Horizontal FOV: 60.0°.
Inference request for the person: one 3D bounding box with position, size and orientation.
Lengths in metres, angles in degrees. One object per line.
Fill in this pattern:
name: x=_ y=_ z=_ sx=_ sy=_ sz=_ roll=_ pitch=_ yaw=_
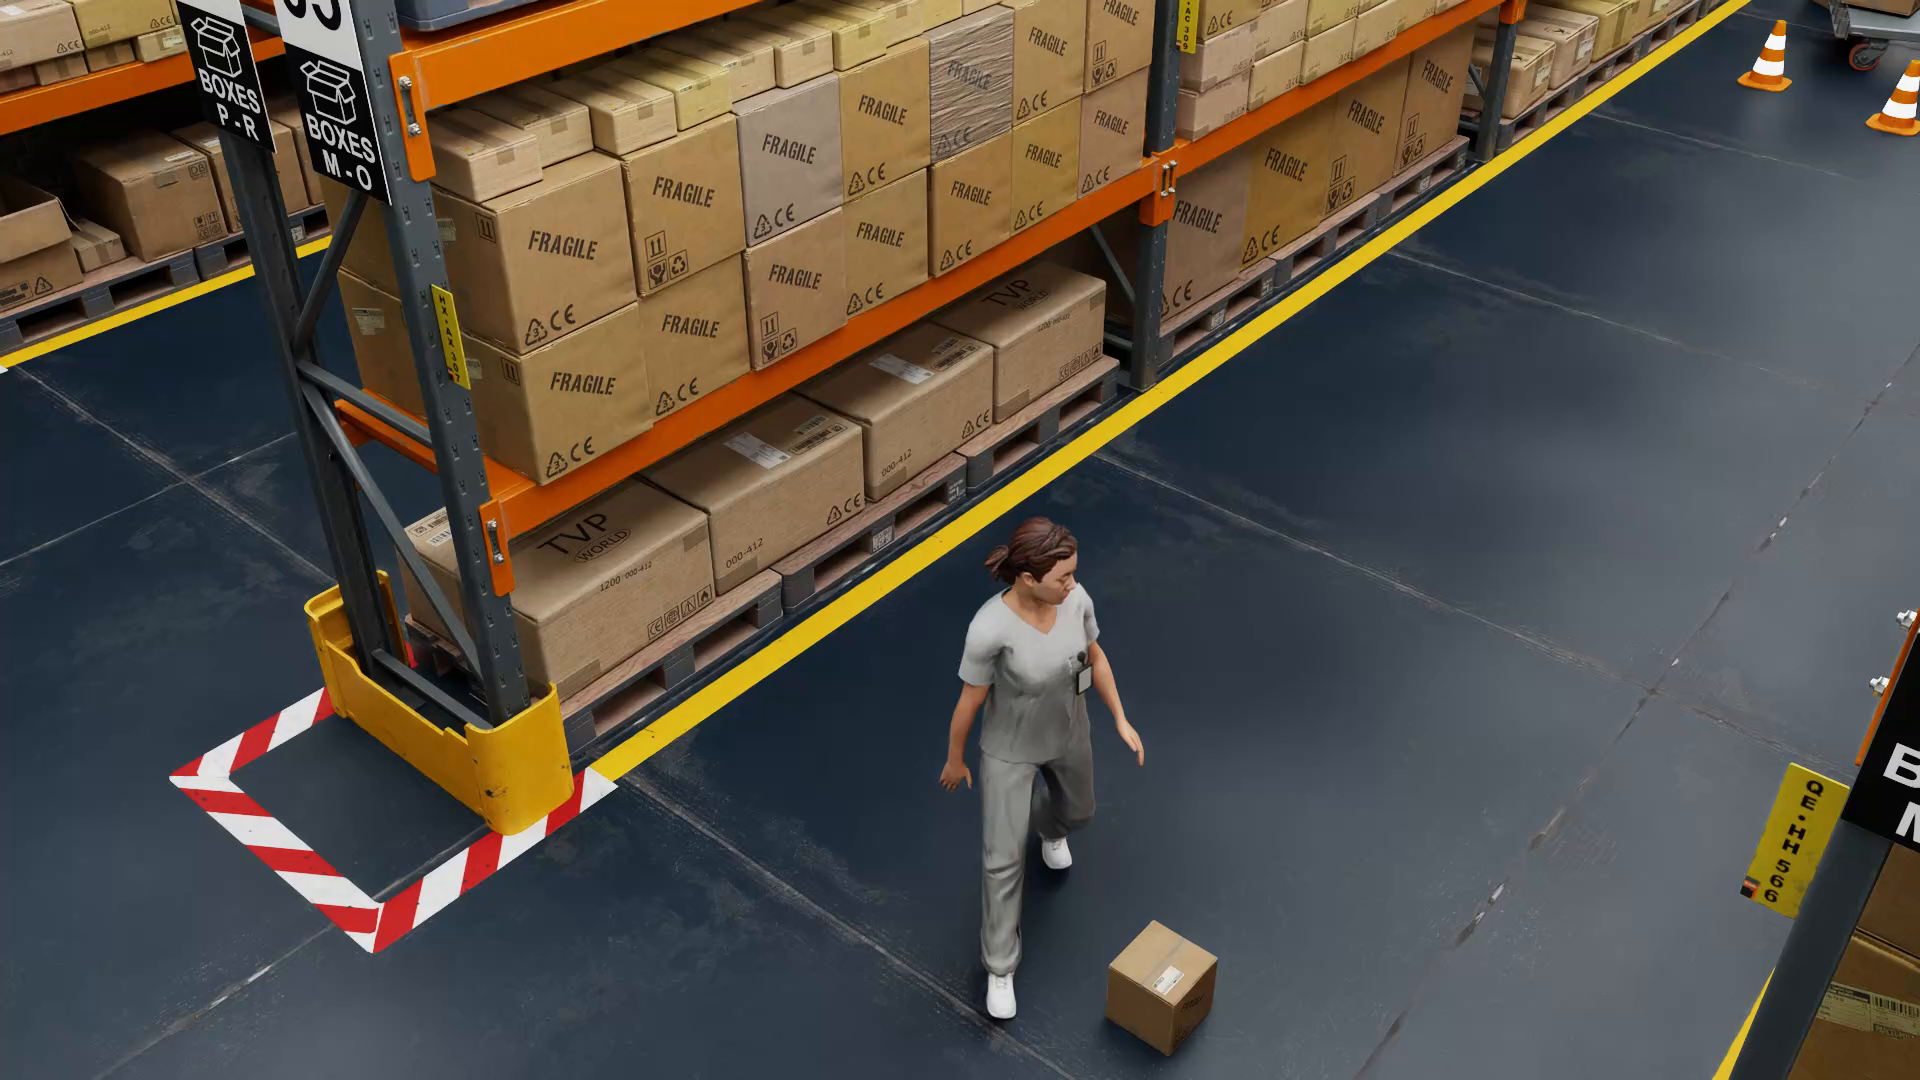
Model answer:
person: x=0.233 y=0.630 z=5.246 sx=0.623 sy=1.648 sz=0.808 roll=-13 pitch=37 yaw=-18
